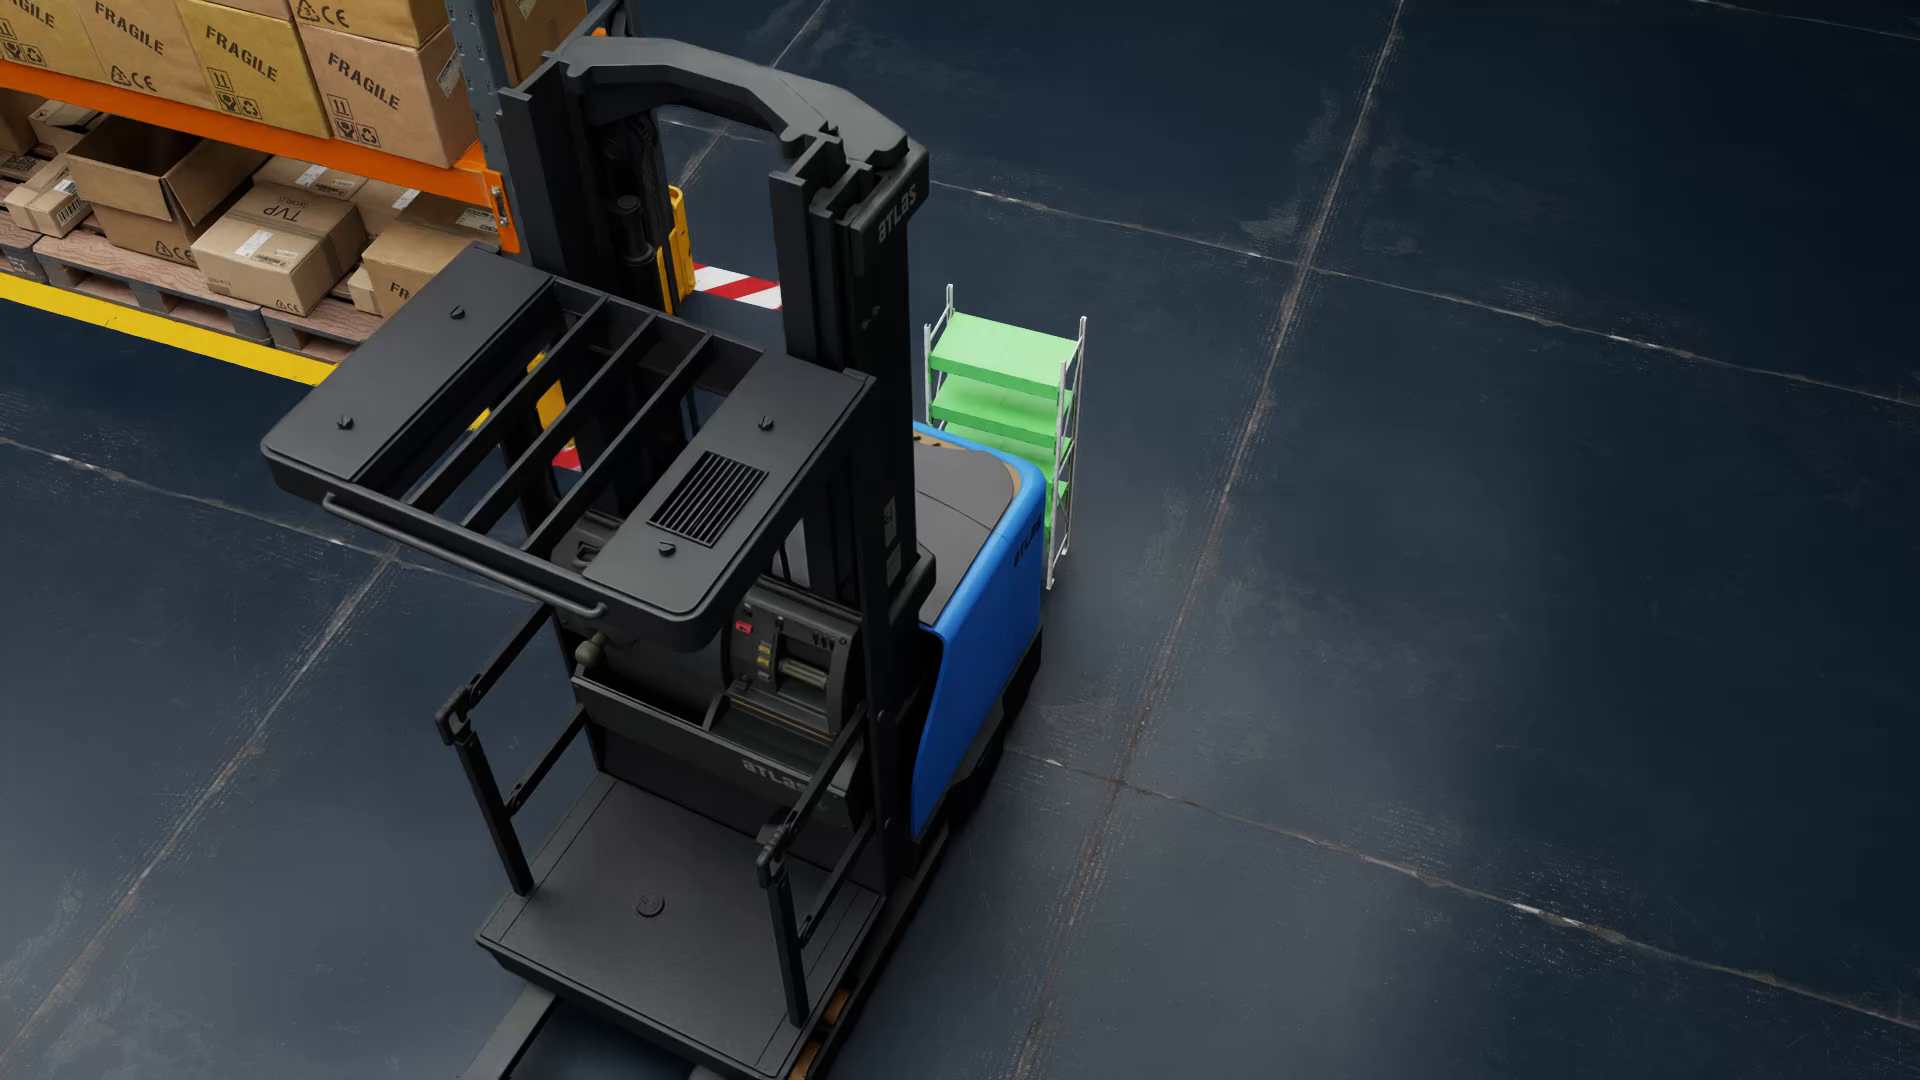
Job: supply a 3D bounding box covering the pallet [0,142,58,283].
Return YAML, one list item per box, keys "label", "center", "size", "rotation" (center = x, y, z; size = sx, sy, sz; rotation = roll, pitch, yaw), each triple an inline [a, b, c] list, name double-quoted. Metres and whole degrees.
- label: "pallet"
  center: [-4.594, -1.752, 7.996]
  size: [1.213, 0.211, 1.003]
  rotation: [16, 51, 13]

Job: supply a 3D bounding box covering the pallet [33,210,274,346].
- label: "pallet"
  center: [-3.446, -1.434, 7.720]
  size: [1.213, 0.211, 1.003]
  rotation: [16, 51, 13]

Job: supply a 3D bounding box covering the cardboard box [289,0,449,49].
- label: "cardboard box"
  center: [-1.999, -2.080, 5.707]
  size: [0.500, 0.500, 0.500]
  rotation: [15, 51, 13]

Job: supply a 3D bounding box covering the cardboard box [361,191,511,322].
- label: "cardboard box"
  center: [-2.081, -1.092, 6.941]
  size: [0.500, 0.500, 0.500]
  rotation: [16, 51, 13]

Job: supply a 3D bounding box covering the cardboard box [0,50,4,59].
- label: "cardboard box"
  center: [-3.904, -2.288, 6.548]
  size: [0.500, 0.500, 0.500]
  rotation: [15, 51, 13]

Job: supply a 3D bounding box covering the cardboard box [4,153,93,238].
- label: "cardboard box"
  center: [-4.104, -1.579, 7.584]
  size: [0.250, 0.166, 0.380]
  rotation: [16, 51, 13]

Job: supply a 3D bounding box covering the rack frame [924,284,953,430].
- label: "rack frame"
  center: [-0.074, -0.414, 6.181]
  size: [0.015, 1.200, 0.240]
  rotation: [16, 51, 13]

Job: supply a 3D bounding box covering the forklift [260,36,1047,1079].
- label: "forklift"
  center: [-0.802, 0.347, 4.377]
  size: [1.130, 2.935, 3.031]
  rotation: [20, 52, 17]

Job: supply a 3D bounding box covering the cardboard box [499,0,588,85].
- label: "cardboard box"
  center: [-1.811, -2.134, 6.415]
  size: [0.500, 0.500, 0.500]
  rotation: [17, 51, 14]

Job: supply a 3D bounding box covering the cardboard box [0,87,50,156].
- label: "cardboard box"
  center: [-4.605, -2.223, 7.921]
  size: [0.500, 0.500, 0.500]
  rotation: [16, 51, 13]

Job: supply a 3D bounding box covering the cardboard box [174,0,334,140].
- label: "cardboard box"
  center: [-2.488, -1.889, 6.203]
  size: [0.500, 0.500, 0.500]
  rotation: [16, 51, 13]

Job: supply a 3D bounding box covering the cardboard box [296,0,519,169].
- label: "cardboard box"
  center: [-2.000, -1.756, 6.087]
  size: [0.500, 0.500, 0.500]
  rotation: [17, 51, 14]

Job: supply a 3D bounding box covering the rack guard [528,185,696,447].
- label: "rack guard"
  center: [-1.557, -1.000, 7.152]
  size: [0.348, 0.500, 1.175]
  rotation: [16, 51, 13]

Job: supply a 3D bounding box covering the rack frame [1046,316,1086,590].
- label: "rack frame"
  center: [0.384, -0.286, 6.070]
  size: [0.015, 1.200, 0.240]
  rotation: [16, 51, 13]

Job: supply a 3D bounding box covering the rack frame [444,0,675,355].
- label: "rack frame"
  center: [-1.486, -1.798, 6.190]
  size: [0.127, 3.000, 1.000]
  rotation: [16, 51, 13]

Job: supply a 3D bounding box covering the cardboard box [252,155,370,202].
- label: "cardboard box"
  center: [-2.835, -1.647, 7.588]
  size: [0.500, 0.250, 0.500]
  rotation: [16, 51, 13]

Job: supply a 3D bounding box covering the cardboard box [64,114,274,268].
- label: "cardboard box"
  center: [-3.474, -1.684, 7.452]
  size: [0.637, 0.503, 0.797]
  rotation: [16, 51, 13]

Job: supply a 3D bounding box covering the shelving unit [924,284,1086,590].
- label: "shelving unit"
  center: [0.155, -0.350, 6.126]
  size: [0.503, 1.200, 0.258]
  rotation: [16, 51, 13]

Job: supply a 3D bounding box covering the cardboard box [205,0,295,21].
- label: "cardboard box"
  center: [-2.473, -2.212, 5.821]
  size: [0.500, 0.500, 0.500]
  rotation: [17, 51, 14]

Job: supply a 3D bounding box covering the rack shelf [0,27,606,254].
- label: "rack shelf"
  center: [-3.362, -2.087, 6.916]
  size: [4.000, 0.370, 1.077]
  rotation: [16, 51, 13]

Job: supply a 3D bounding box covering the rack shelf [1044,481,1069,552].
- label: "rack shelf"
  center: [0.155, -0.151, 6.355]
  size: [0.480, 0.148, 0.258]
  rotation: [16, 51, 13]

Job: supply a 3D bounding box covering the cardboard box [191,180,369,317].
- label: "cardboard box"
  center: [-2.962, -1.280, 7.269]
  size: [0.500, 0.250, 0.500]
  rotation: [16, 51, 13]

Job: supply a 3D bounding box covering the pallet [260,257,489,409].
- label: "pallet"
  center: [-2.305, -1.113, 7.442]
  size: [1.213, 0.211, 1.003]
  rotation: [16, 51, 13]

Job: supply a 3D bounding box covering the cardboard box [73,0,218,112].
- label: "cardboard box"
  center: [-2.954, -2.023, 6.319]
  size: [0.500, 0.500, 0.500]
  rotation: [16, 51, 13]

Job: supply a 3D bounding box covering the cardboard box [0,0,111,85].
- label: "cardboard box"
  center: [-3.427, -2.156, 6.434]
  size: [0.500, 0.500, 0.500]
  rotation: [15, 51, 13]

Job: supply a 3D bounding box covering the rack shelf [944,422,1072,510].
- label: "rack shelf"
  center: [0.155, -0.308, 6.174]
  size: [0.480, 0.148, 0.258]
  rotation: [16, 51, 13]

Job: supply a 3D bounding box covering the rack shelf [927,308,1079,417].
- label: "rack shelf"
  center: [0.155, -0.622, 5.811]
  size: [0.480, 0.148, 0.258]
  rotation: [16, 51, 13]

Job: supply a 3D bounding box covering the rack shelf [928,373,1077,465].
- label: "rack shelf"
  center: [0.155, -0.465, 5.993]
  size: [0.480, 0.148, 0.258]
  rotation: [16, 51, 13]

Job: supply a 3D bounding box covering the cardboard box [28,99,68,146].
- label: "cardboard box"
  center: [-4.233, -2.053, 8.006]
  size: [0.250, 0.149, 0.380]
  rotation: [16, 51, 13]

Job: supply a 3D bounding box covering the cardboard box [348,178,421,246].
- label: "cardboard box"
  center: [-2.366, -1.516, 7.474]
  size: [0.500, 0.250, 0.500]
  rotation: [16, 51, 13]

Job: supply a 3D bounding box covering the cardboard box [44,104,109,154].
- label: "cardboard box"
  center: [-3.902, -1.965, 7.823]
  size: [0.500, 0.311, 0.500]
  rotation: [16, 51, 13]

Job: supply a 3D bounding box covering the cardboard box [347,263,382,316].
- label: "cardboard box"
  center: [-2.430, -1.152, 7.214]
  size: [0.250, 0.166, 0.380]
  rotation: [16, 51, 13]
